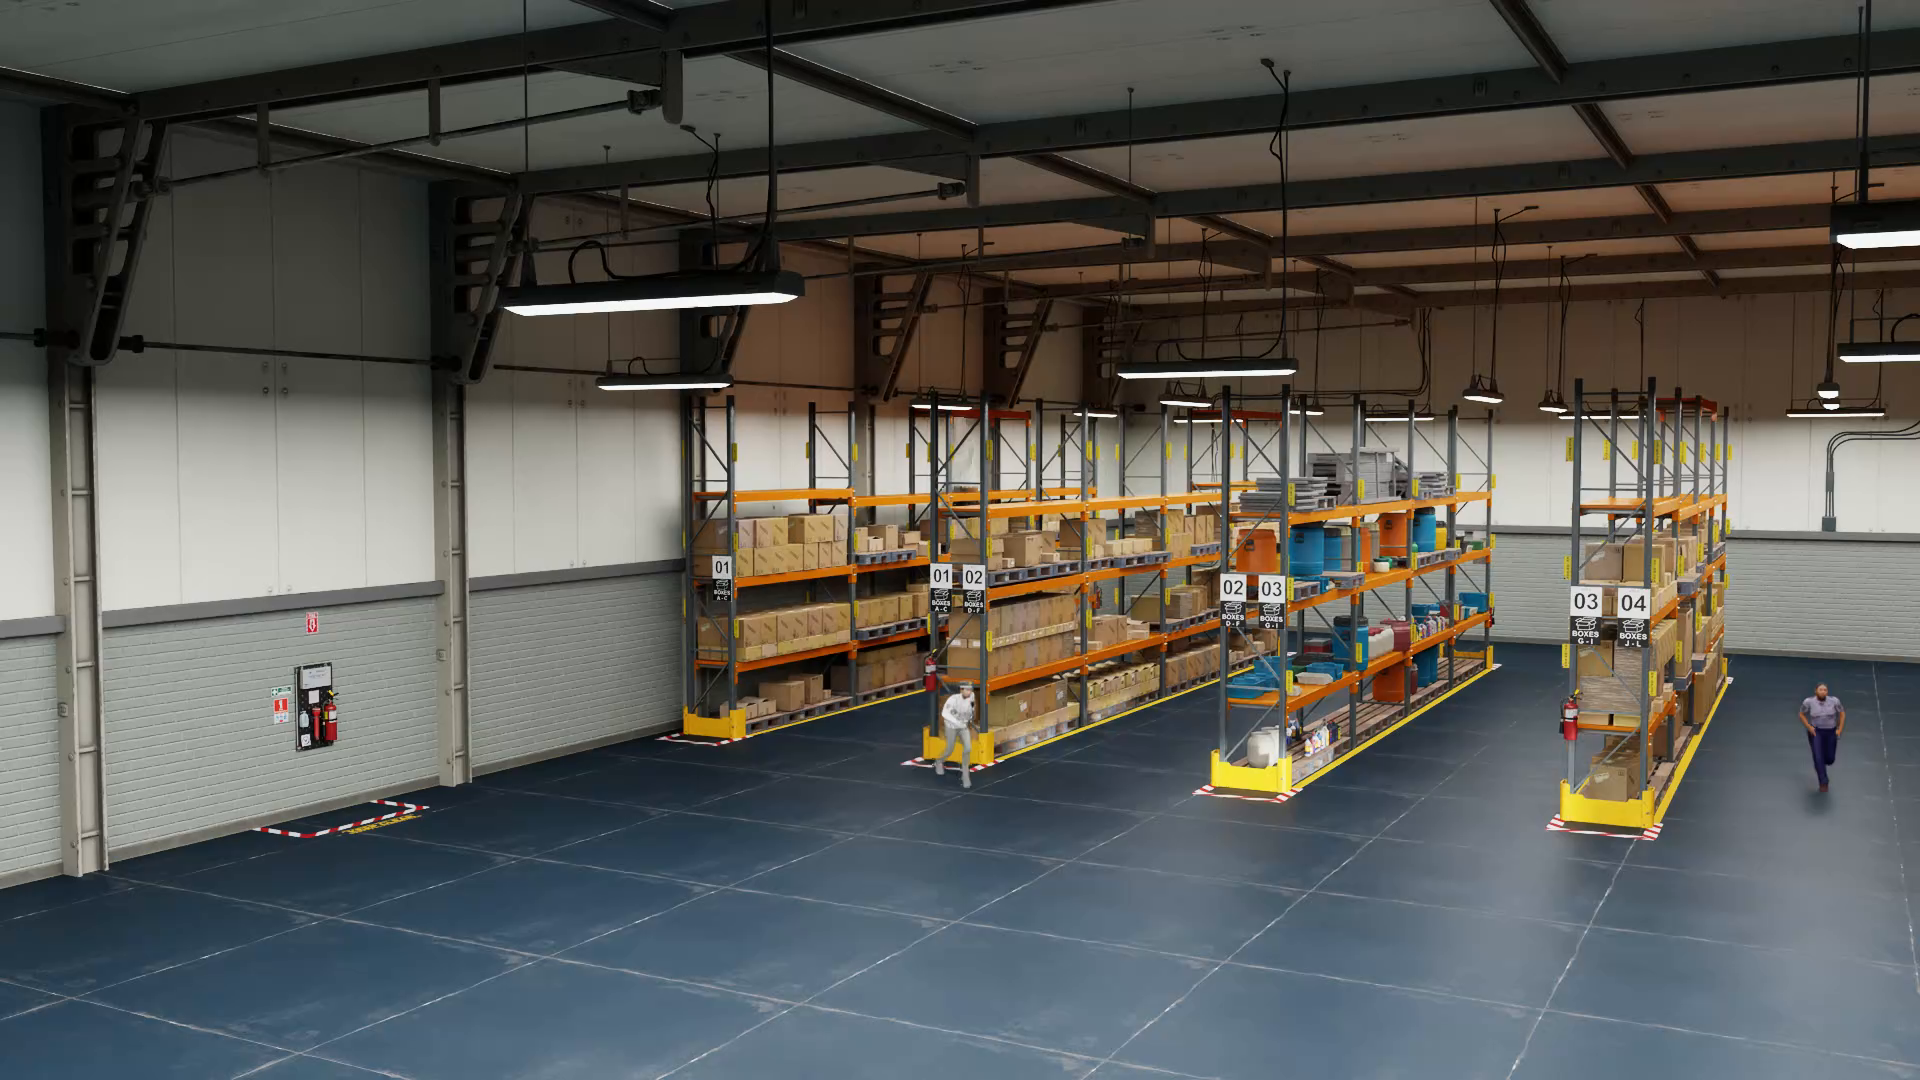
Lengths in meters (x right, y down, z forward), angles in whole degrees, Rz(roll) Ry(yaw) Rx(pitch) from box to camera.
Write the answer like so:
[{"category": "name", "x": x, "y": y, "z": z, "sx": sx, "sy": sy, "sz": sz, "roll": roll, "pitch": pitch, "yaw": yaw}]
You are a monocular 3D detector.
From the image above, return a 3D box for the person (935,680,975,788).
[{"category": "person", "x": -0.080, "y": 2.895, "z": 25.246, "sx": 0.657, "sy": 1.629, "sz": 0.984, "roll": -2, "pitch": 4, "yaw": -35}]

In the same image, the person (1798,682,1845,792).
[{"category": "person", "x": 12.862, "y": 2.922, "z": 24.834, "sx": 0.621, "sy": 1.634, "sz": 0.719, "roll": 1, "pitch": 3, "yaw": 17}]
